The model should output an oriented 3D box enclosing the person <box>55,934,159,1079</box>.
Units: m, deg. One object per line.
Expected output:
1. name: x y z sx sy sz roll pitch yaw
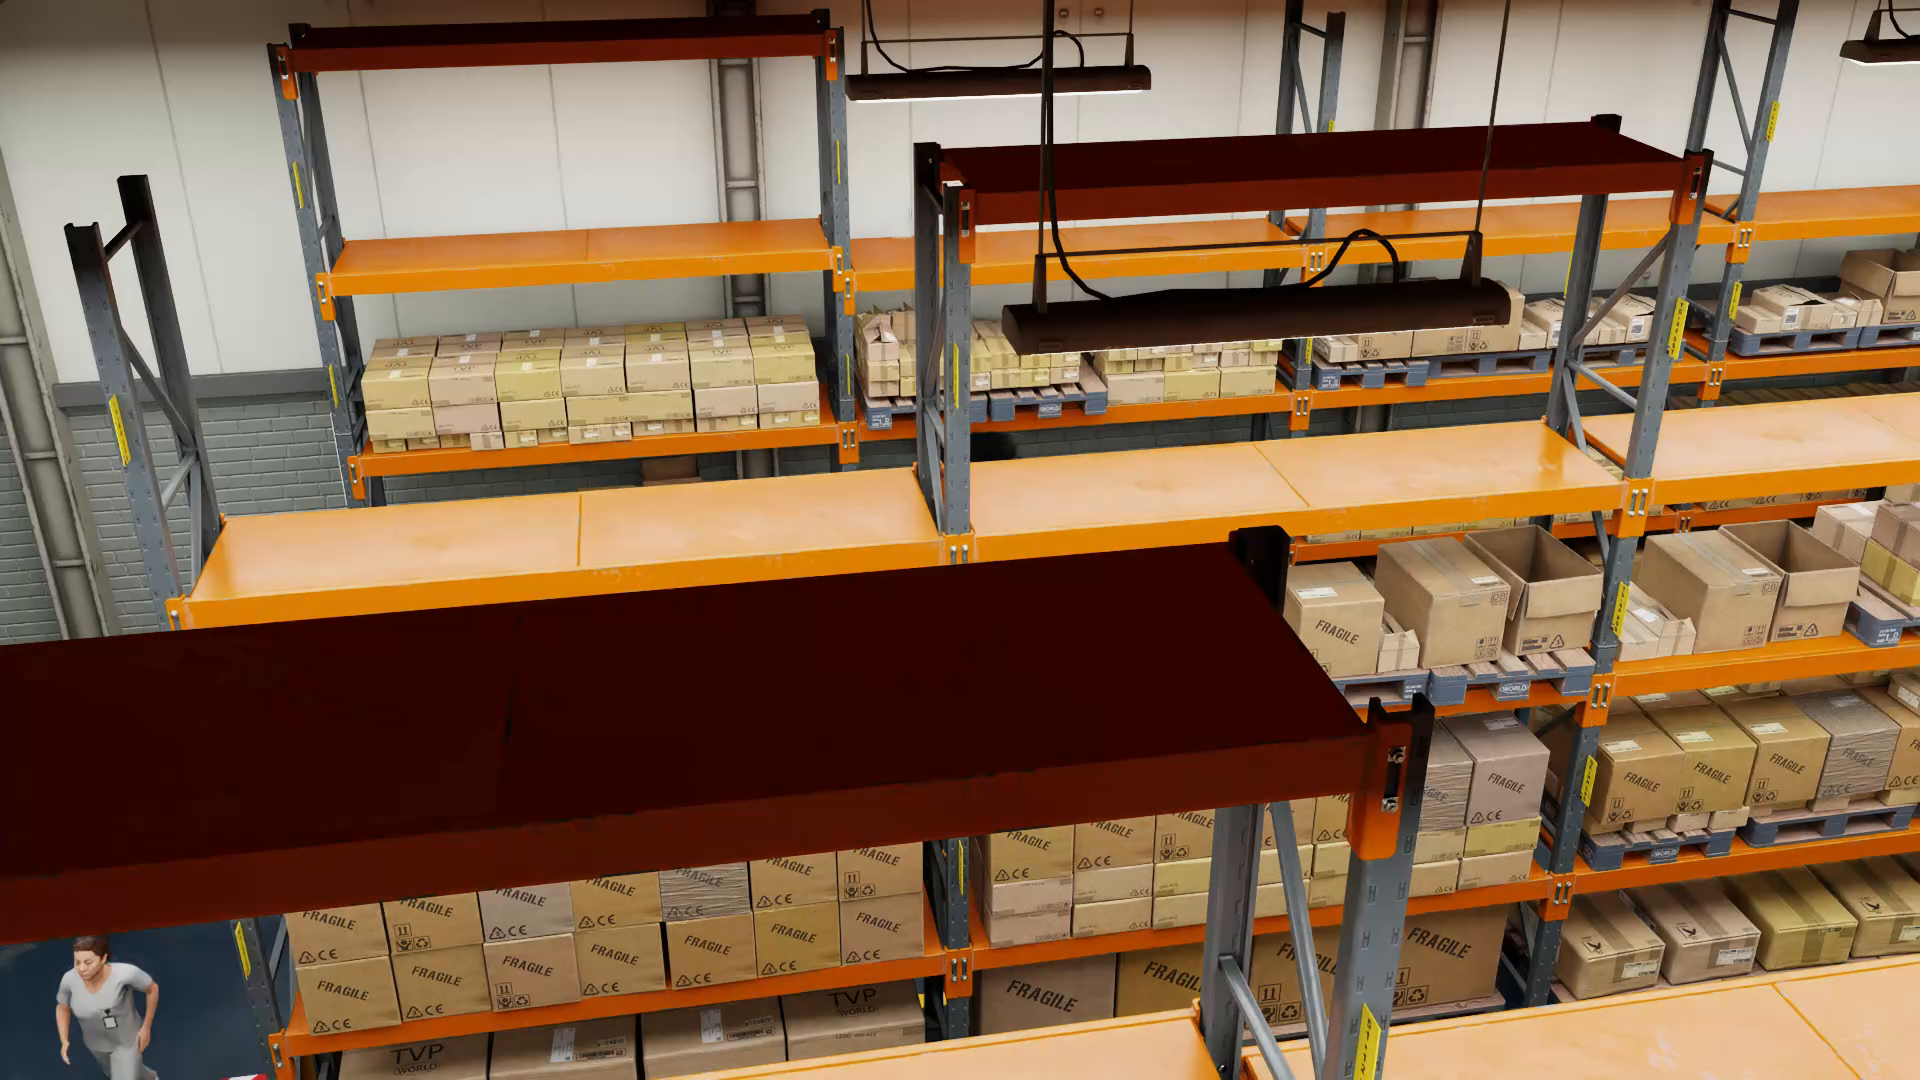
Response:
1. person: -5.099 3.029 10.040 0.538 1.667 0.901 0 26 1
